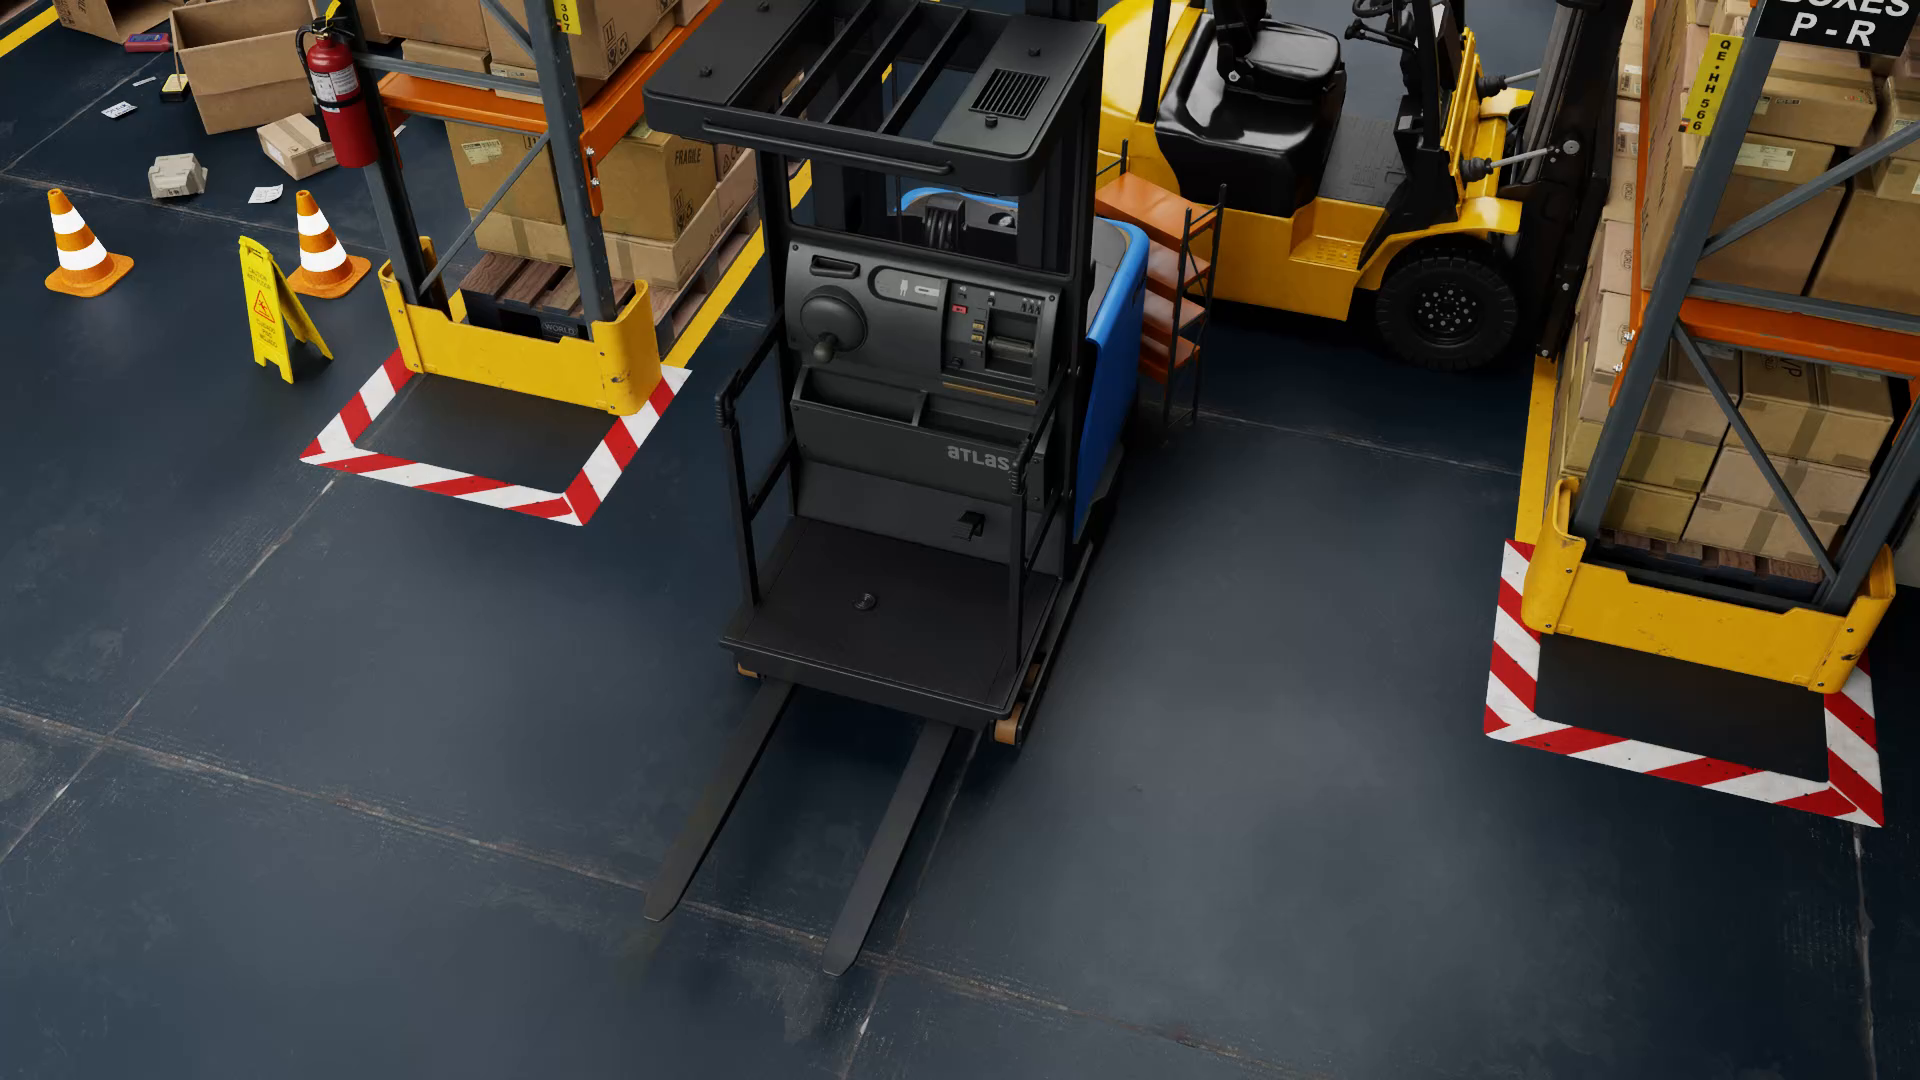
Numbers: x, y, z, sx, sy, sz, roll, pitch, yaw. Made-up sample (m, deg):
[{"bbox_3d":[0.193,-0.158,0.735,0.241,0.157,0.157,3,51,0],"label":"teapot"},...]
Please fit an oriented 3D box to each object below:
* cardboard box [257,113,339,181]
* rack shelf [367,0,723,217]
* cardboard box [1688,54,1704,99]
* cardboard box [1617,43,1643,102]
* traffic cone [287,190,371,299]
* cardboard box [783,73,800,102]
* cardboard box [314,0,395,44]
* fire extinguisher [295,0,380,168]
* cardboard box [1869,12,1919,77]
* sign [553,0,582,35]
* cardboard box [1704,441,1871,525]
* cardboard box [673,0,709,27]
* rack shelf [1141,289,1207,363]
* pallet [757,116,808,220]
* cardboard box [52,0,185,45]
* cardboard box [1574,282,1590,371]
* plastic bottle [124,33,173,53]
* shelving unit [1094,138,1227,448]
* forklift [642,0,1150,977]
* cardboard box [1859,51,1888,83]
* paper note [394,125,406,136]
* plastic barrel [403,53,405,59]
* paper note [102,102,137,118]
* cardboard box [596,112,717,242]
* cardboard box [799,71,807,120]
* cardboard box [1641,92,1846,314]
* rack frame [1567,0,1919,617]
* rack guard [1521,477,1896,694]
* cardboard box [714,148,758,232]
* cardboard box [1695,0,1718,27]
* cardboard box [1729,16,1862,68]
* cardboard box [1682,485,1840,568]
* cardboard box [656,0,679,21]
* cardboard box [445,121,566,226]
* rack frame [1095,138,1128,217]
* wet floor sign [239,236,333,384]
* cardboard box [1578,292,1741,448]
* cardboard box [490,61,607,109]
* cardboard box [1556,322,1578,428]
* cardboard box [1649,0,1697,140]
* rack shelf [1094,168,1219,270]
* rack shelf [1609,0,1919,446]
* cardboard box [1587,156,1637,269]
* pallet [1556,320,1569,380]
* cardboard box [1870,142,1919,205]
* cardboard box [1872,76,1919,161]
[{"bbox_3d":[-3.486,-2.075,8.764,0.250,0.149,0.380,-33,53,-29],"label":"cardboard box"},{"bbox_3d":[-1.352,-2.869,8.051,1.077,0.370,4.000,13,46,13],"label":"rack shelf"},{"bbox_3d":[2.661,-1.478,5.581,0.380,0.149,0.250,13,46,13],"label":"cardboard box"},{"bbox_3d":[3.235,-2.006,7.606,0.500,0.250,0.500,14,46,14],"label":"cardboard box"},{"bbox_3d":[-3.057,-1.446,7.896,0.336,0.463,0.334,13,46,13],"label":"traffic cone"},{"bbox_3d":[-1.130,-2.405,8.193,0.500,0.500,0.500,13,46,13],"label":"cardboard box"},{"bbox_3d":[-3.564,-3.281,9.646,0.797,0.637,0.503,13,46,13],"label":"cardboard box"},{"bbox_3d":[-2.432,-1.786,6.486,0.296,0.674,0.183,13,46,13],"label":"fire extinguisher"},{"bbox_3d":[3.257,-1.642,5.536,0.380,0.149,0.250,13,46,13],"label":"cardboard box"},{"bbox_3d":[-1.441,-1.987,6.017,0.100,0.325,0.005,13,46,13],"label":"sign"},{"bbox_3d":[3.114,-0.359,6.281,0.500,0.250,0.500,13,46,13],"label":"cardboard box"},{"bbox_3d":[-1.317,-2.376,7.213,0.380,0.149,0.250,13,46,13],"label":"cardboard box"},{"bbox_3d":[0.767,-0.956,6.966,0.480,0.148,0.258,33,53,29],"label":"rack shelf"},{"bbox_3d":[-1.284,-2.191,8.838,1.003,0.211,1.213,13,46,13],"label":"pallet"},{"bbox_3d":[-4.987,-3.295,9.758,0.500,0.500,0.500,20,48,19],"label":"cardboard box"},{"bbox_3d":[2.785,-0.812,6.744,0.500,0.250,0.500,12,46,12],"label":"cardboard box"},{"bbox_3d":[-4.684,-2.888,9.658,0.283,0.061,0.133,-2,44,-2],"label":"plastic bottle"},{"bbox_3d":[0.767,-1.005,6.919,0.503,1.200,0.258,33,53,29],"label":"shelving unit"},{"bbox_3d":[-0.199,-0.634,5.302,1.130,2.935,3.031,13,46,13],"label":"forklift"},{"bbox_3d":[3.221,-1.528,5.632,0.380,0.149,0.250,12,46,12],"label":"cardboard box"},{"bbox_3d":[-3.044,-2.213,9.004,0.032,0.001,0.123,13,46,13],"label":"paper note"},{"bbox_3d":[-2.775,-2.569,9.073,0.421,0.421,0.512,-24,49,-22],"label":"plastic barrel"},{"bbox_3d":[-4.626,-2.370,9.151,0.144,0.017,0.142,28,51,26],"label":"paper note"},{"bbox_3d":[-1.443,-1.723,7.496,0.500,0.500,0.500,11,45,11],"label":"cardboard box"},{"bbox_3d":[-0.980,-2.480,8.805,0.500,0.250,0.500,13,46,13],"label":"cardboard box"},{"bbox_3d":[2.673,-1.163,5.722,0.500,0.500,0.500,12,46,12],"label":"cardboard box"},{"bbox_3d":[2.774,-0.744,5.365,1.000,3.000,0.127,13,46,13],"label":"rack frame"},{"bbox_3d":[2.767,0.166,6.223,1.175,0.500,0.348,13,46,13],"label":"rack guard"},{"bbox_3d":[-1.288,-1.778,8.088,0.500,0.250,0.500,14,46,14],"label":"cardboard box"},{"bbox_3d":[2.920,-1.989,6.103,0.380,0.149,0.250,11,45,11],"label":"cardboard box"},{"bbox_3d":[2.726,-1.572,5.464,0.380,0.149,0.250,13,46,13],"label":"cardboard box"},{"bbox_3d":[3.109,-0.197,6.472,0.500,0.250,0.500,13,46,13],"label":"cardboard box"},{"bbox_3d":[-1.396,-2.537,6.914,0.500,0.500,0.500,14,46,14],"label":"cardboard box"},{"bbox_3d":[-1.964,-1.817,7.592,0.500,0.500,0.500,13,46,13],"label":"cardboard box"},{"bbox_3d":[0.589,-1.121,7.038,0.015,1.200,0.240,33,53,29],"label":"rack frame"},{"bbox_3d":[-3.035,-1.051,7.363,0.267,0.644,0.232,28,51,26],"label":"wet floor sign"},{"bbox_3d":[2.616,-0.641,6.212,0.500,0.250,0.500,14,46,14],"label":"cardboard box"},{"bbox_3d":[-1.658,-1.885,6.712,0.380,0.149,0.250,13,46,13],"label":"cardboard box"},{"bbox_3d":[2.775,-0.621,6.905,0.500,0.250,0.500,13,46,12],"label":"cardboard box"},{"bbox_3d":[2.993,-1.849,6.423,0.500,0.500,0.500,12,46,12],"label":"cardboard box"},{"bbox_3d":[0.767,-1.285,6.644,0.480,0.148,0.258,33,53,29],"label":"rack shelf"},{"bbox_3d":[3.379,-1.820,6.979,1.077,0.370,4.000,13,46,13],"label":"rack shelf"},{"bbox_3d":[2.908,-1.321,6.907,0.500,0.250,0.500,13,46,13],"label":"cardboard box"},{"bbox_3d":[3.337,-1.076,7.699,1.003,0.211,1.213,13,46,13],"label":"pallet"},{"bbox_3d":[3.124,-1.182,5.278,0.380,0.149,0.250,11,46,11],"label":"cardboard box"},{"bbox_3d":[3.079,-1.296,5.182,0.380,0.149,0.250,12,46,12],"label":"cardboard box"}]
